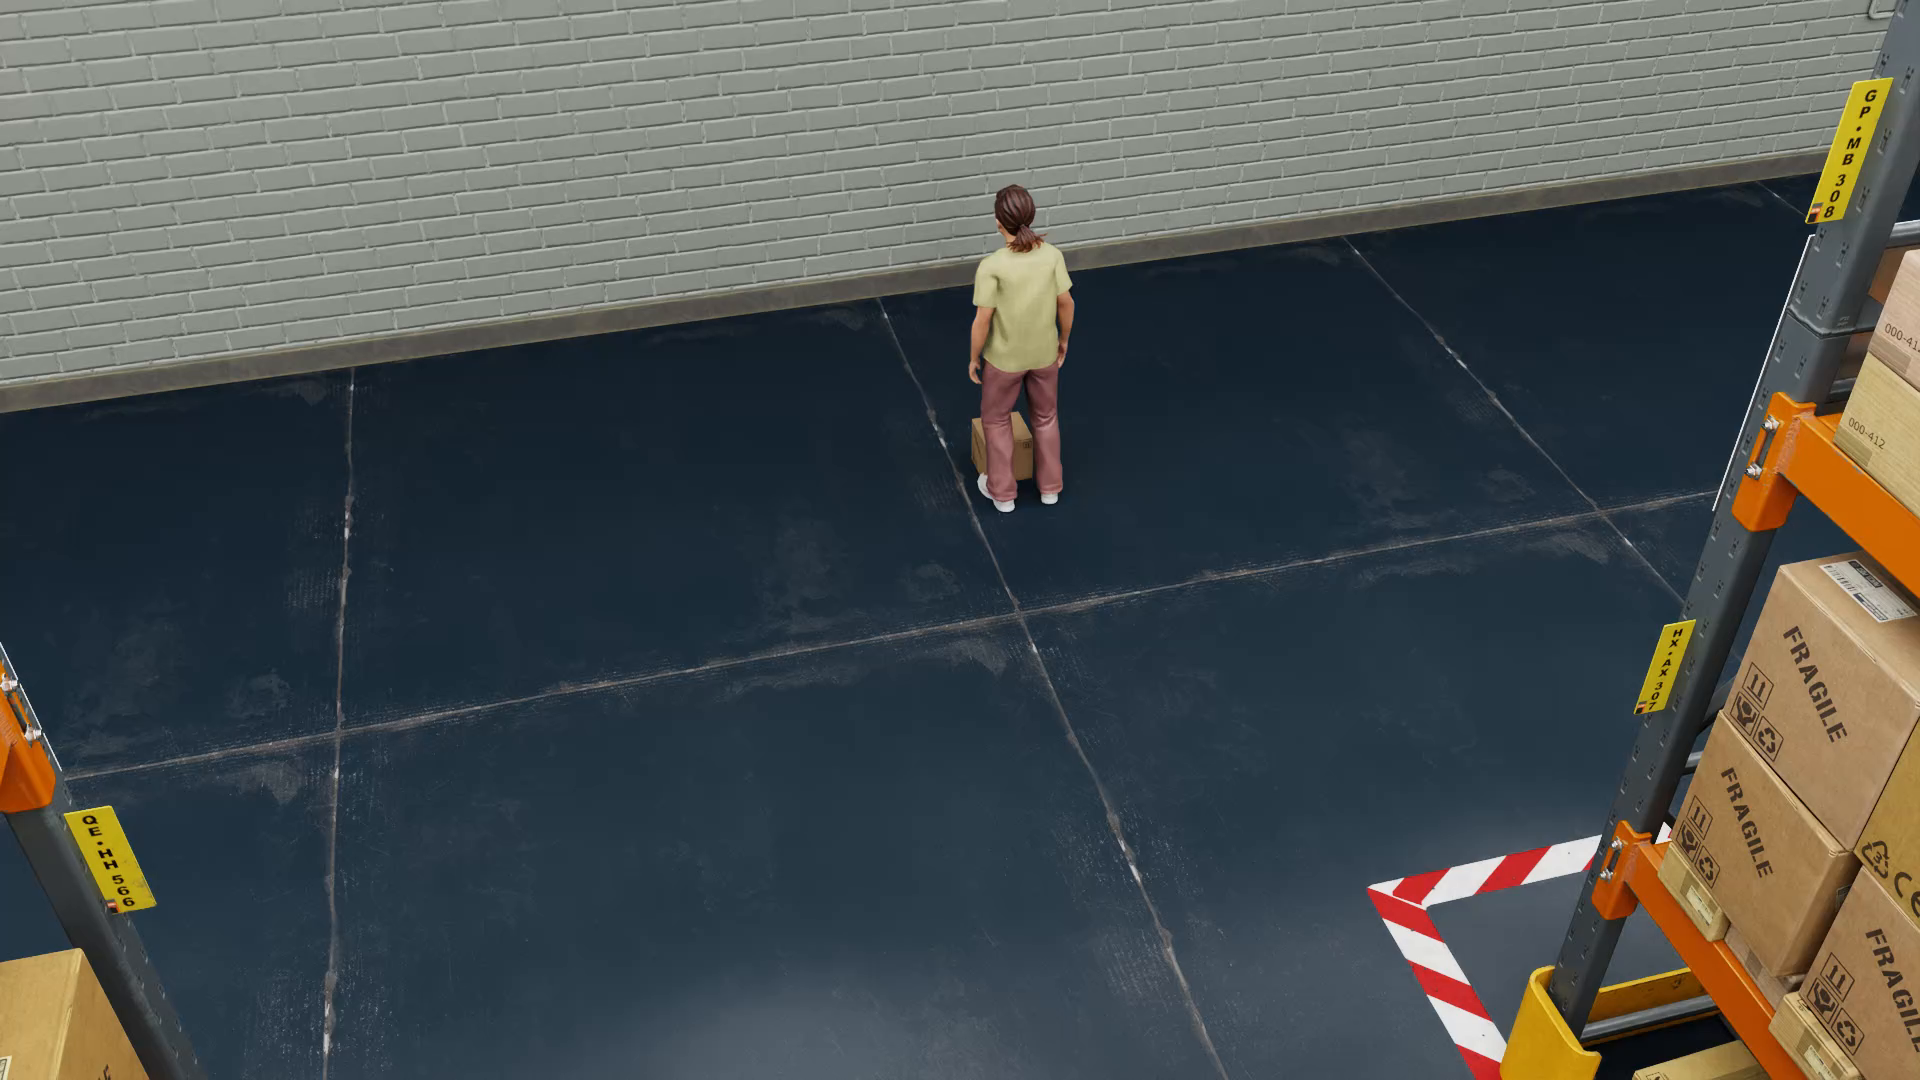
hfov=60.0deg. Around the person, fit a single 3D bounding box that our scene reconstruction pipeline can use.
[{"bbox_3d":[0.279,-0.875,7.823,0.521,1.672,0.363,-12,40,-14],"label":"person"}]
